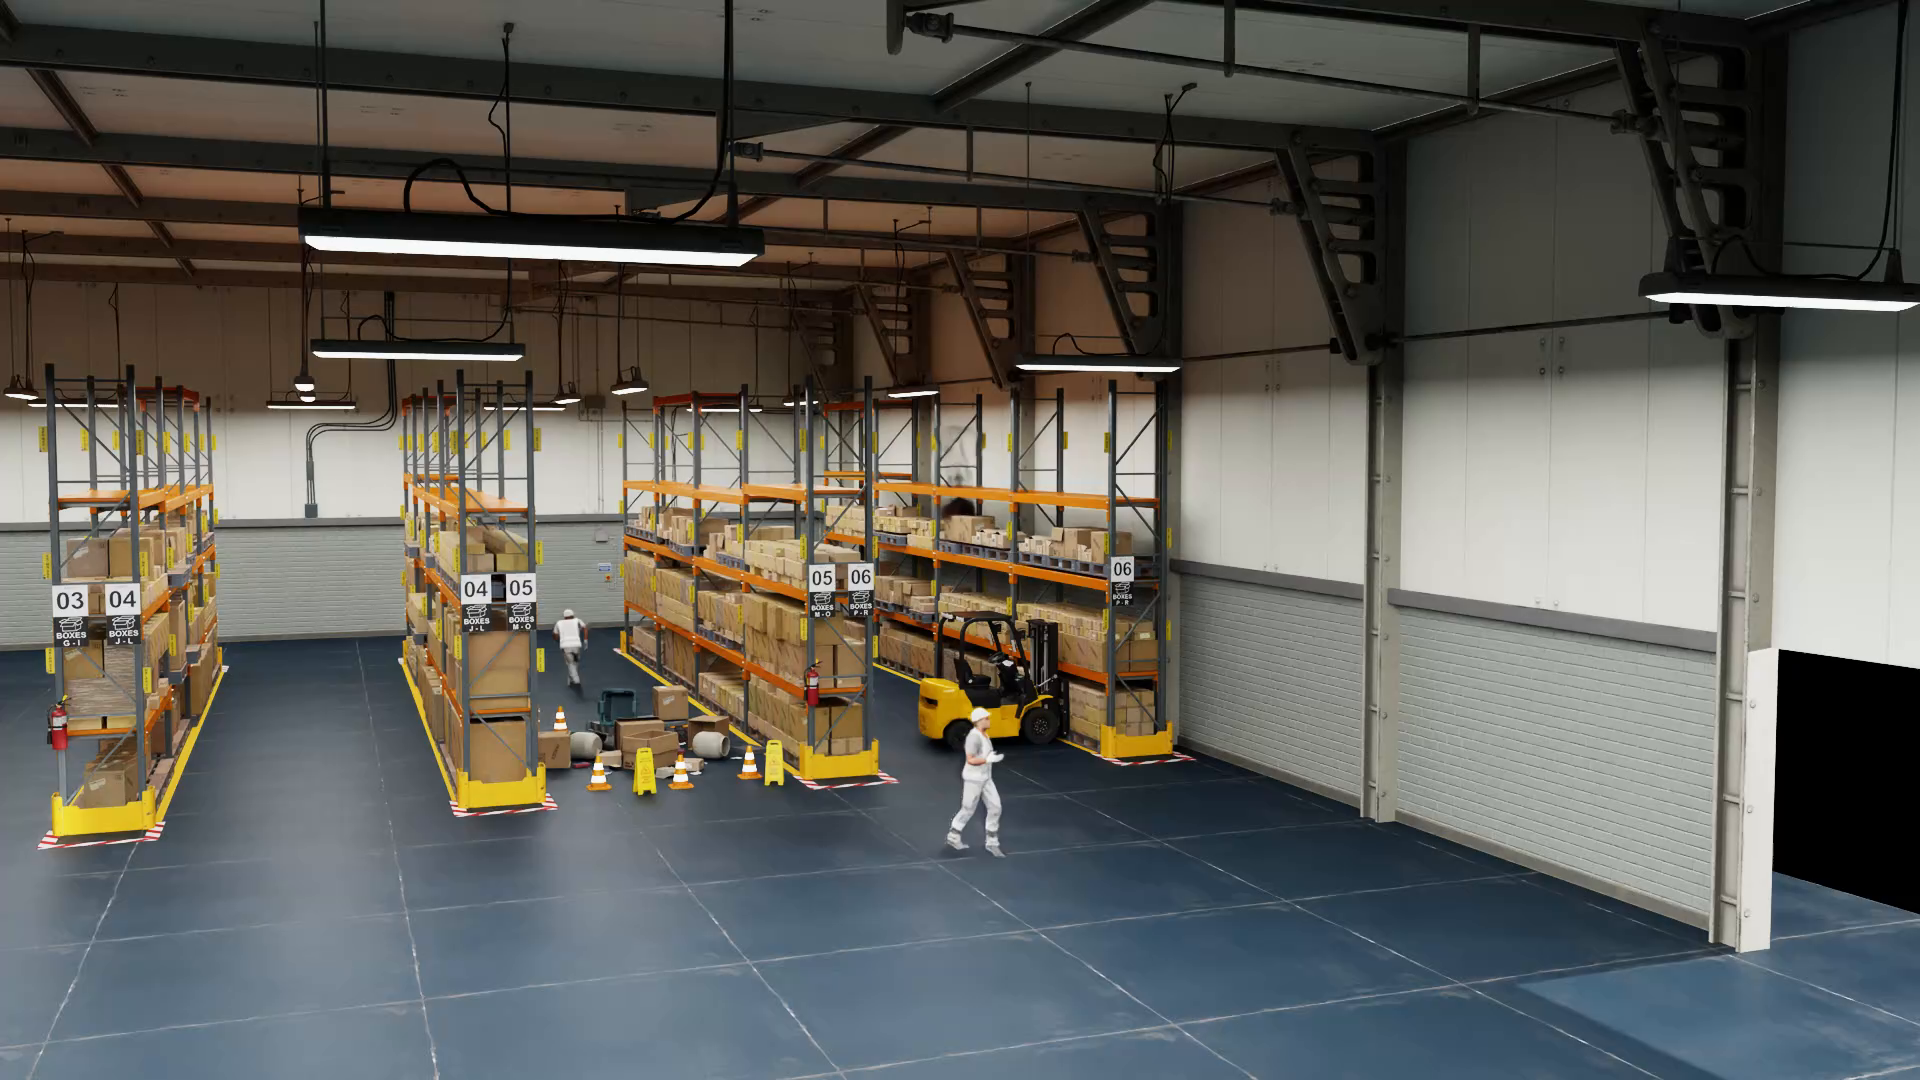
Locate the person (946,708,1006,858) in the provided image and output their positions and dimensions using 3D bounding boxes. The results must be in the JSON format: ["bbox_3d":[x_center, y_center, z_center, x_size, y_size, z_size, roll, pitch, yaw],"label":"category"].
[{"bbox_3d":[0.186,2.944,20.072,0.792,1.851,0.616,2,4,25],"label":"person"}]

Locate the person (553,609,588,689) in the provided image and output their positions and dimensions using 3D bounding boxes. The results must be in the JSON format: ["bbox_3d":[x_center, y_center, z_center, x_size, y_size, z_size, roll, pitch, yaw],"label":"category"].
[{"bbox_3d":[-7.905,2.244,33.770,0.691,1.605,1.127,-1,4,-18],"label":"person"}]
